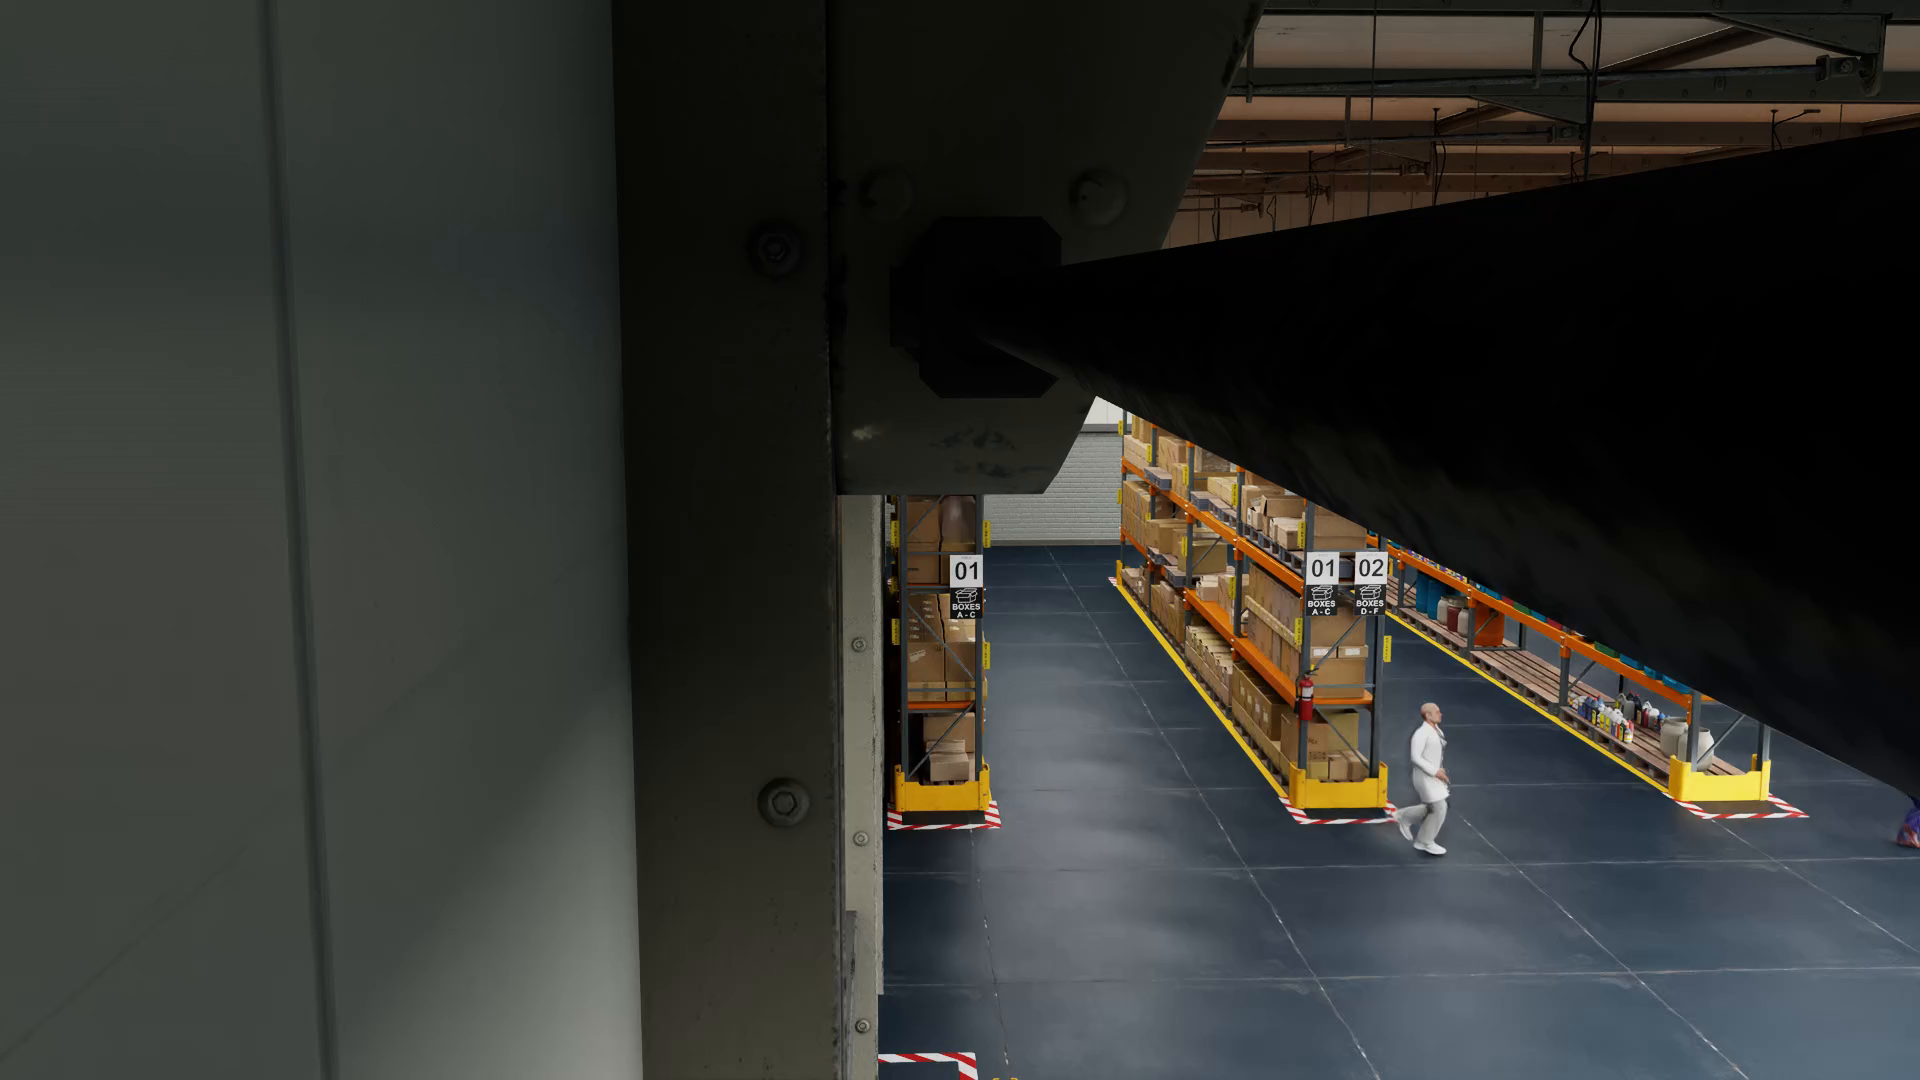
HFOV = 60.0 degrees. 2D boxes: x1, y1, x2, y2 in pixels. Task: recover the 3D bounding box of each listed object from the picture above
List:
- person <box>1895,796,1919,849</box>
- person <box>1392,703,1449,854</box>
[{"bbox_3d":[11.099,2.759,19.020,0.567,1.605,0.656,3,9,17],"label":"person"},{"bbox_3d":[5.268,2.692,18.962,0.667,1.728,0.740,4,10,28],"label":"person"}]
